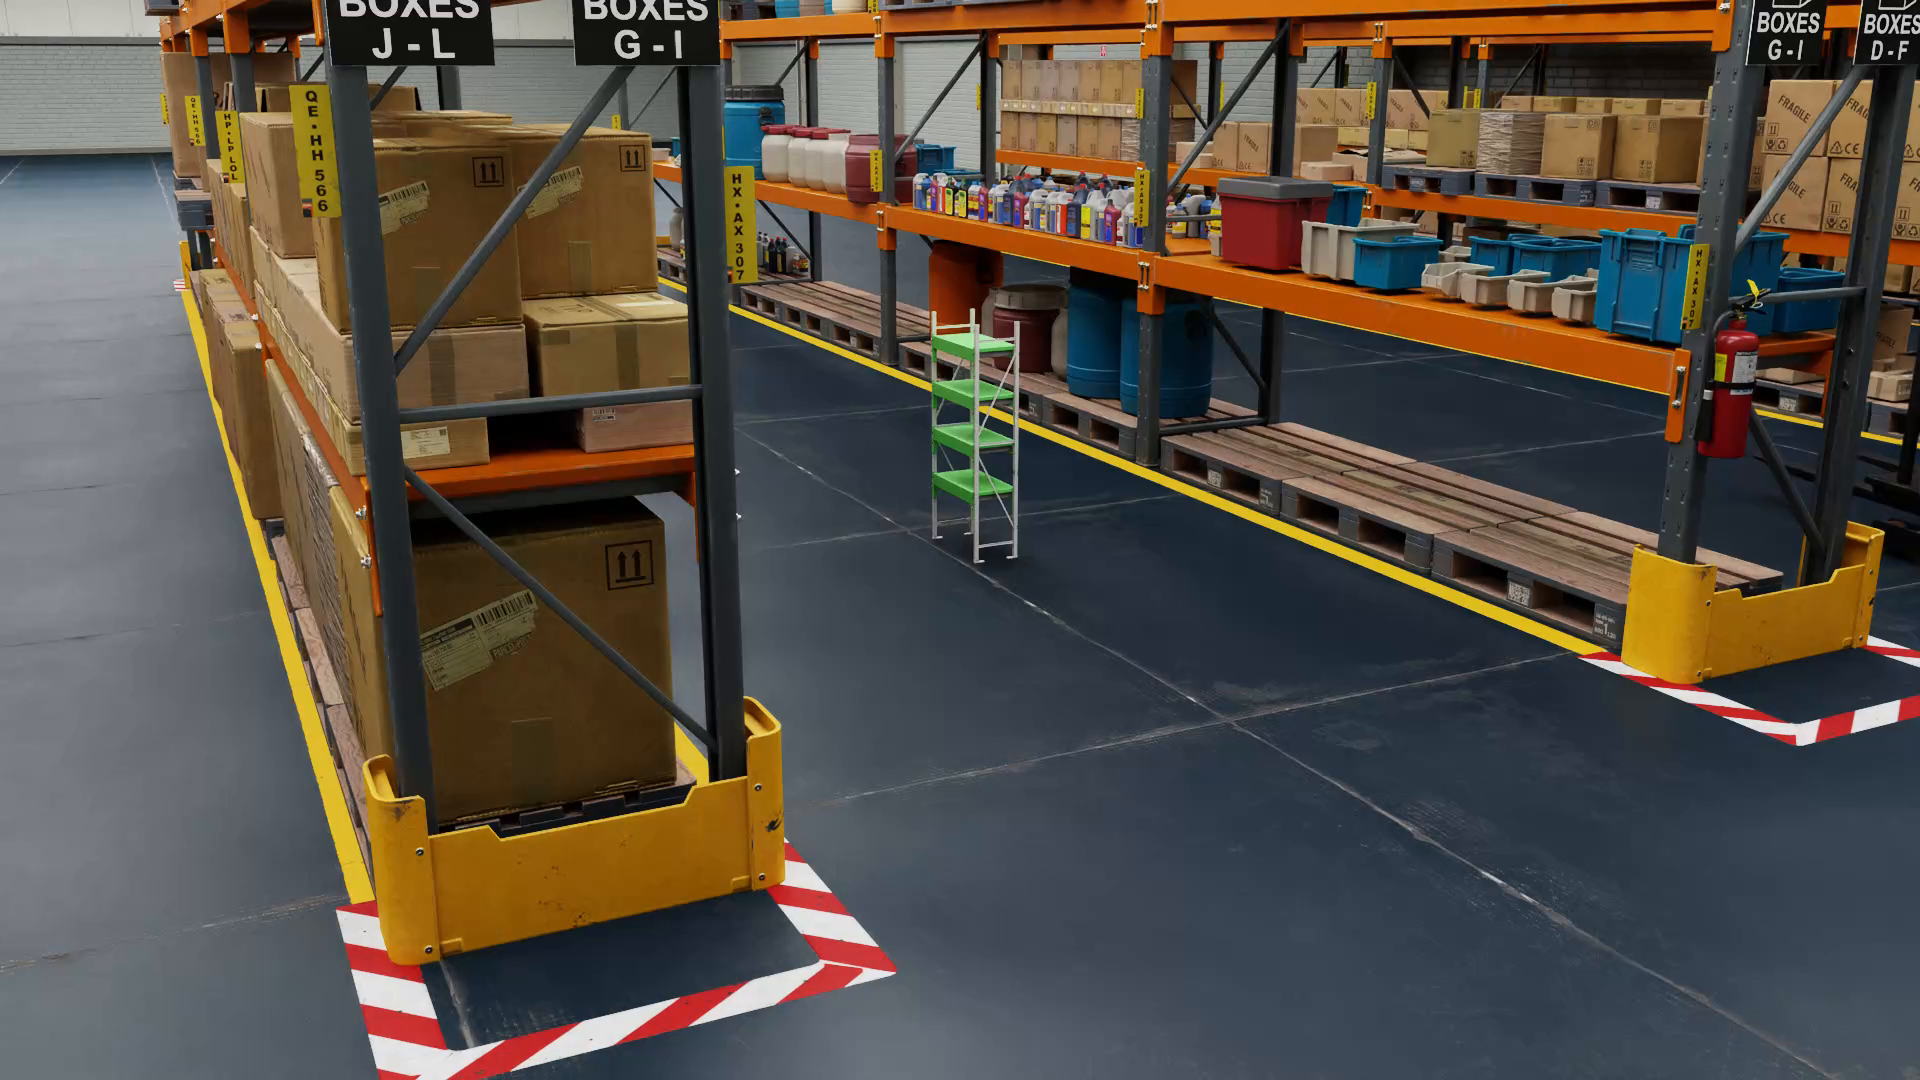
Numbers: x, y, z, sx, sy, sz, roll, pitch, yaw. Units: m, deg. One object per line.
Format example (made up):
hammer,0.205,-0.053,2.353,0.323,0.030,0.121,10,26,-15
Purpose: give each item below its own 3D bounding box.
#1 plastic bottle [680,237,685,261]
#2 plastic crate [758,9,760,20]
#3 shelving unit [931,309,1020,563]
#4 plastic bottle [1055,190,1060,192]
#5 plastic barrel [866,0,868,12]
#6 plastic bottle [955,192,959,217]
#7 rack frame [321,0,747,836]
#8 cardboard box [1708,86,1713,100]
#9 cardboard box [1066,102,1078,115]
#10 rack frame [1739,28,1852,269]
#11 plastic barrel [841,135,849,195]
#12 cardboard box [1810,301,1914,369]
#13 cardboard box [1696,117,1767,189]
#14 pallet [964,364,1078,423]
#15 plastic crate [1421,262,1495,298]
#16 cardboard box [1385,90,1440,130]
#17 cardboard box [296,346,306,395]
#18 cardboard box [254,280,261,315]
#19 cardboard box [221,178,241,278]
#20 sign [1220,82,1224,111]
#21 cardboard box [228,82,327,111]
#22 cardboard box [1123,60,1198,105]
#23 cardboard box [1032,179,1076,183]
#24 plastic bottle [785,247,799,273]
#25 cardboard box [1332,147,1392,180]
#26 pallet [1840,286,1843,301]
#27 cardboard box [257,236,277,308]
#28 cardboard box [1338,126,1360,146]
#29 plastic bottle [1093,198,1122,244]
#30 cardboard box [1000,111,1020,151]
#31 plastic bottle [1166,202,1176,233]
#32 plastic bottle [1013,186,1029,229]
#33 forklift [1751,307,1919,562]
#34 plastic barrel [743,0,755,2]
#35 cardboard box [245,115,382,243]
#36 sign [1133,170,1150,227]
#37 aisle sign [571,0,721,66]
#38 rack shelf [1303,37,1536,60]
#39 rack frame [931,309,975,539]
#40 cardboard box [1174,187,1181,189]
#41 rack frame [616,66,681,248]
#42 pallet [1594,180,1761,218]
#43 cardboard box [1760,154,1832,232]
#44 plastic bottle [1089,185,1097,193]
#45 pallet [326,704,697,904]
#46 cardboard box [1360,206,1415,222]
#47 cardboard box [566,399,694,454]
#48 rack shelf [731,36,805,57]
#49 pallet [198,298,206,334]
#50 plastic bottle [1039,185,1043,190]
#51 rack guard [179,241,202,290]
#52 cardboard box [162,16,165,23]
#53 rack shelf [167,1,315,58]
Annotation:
plastic bottle,-3.169,-3.349,19.130,0.097,0.271,0.097,0,16,0
plastic crate,-2.378,-5.708,18.149,0.336,0.188,0.450,-8,18,-25
shelving unit,0.072,-0.536,8.442,0.258,1.200,0.503,-8,18,-25
plastic bottle,0.673,-2.283,11.502,0.097,0.271,0.097,0,16,0
plastic barrel,-0.630,-4.992,14.493,0.600,0.830,0.708,-8,18,-25
plastic bottle,0.007,-2.530,12.490,0.097,0.201,0.097,0,16,0
rack frame,-1.127,-0.370,4.602,1.000,3.000,0.127,-8,18,-25
cardboard box,8.394,-4.880,18.165,0.380,0.149,0.250,-11,19,-34
cardboard box,1.537,-5.323,20.506,0.380,0.149,0.250,-7,17,-23
rack frame,6.028,-2.558,12.226,1.000,3.000,0.127,-8,18,-25
plastic barrel,-0.822,-3.235,14.383,0.421,0.512,0.421,0,16,0
cardboard box,6.532,-1.461,12.137,0.500,0.500,0.500,-8,18,-25
cardboard box,6.021,-2.952,12.658,0.500,0.500,0.700,15,22,42
pallet,0.734,-1.119,12.268,1.003,0.211,1.213,-8,18,-25
plastic crate,2.402,-1.262,8.079,0.298,0.136,0.250,-8,18,-25
cardboard box,6.055,-5.768,22.289,0.500,0.500,0.500,-8,18,-26
cardboard box,-2.141,-0.615,5.911,0.380,0.149,0.250,-8,18,-25
cardboard box,-3.048,-1.127,7.697,0.380,0.149,0.250,-8,18,-25
cardboard box,-3.775,-1.745,9.212,0.500,0.500,0.500,-8,18,-26
sign,3.007,-5.128,19.227,0.100,0.325,0.005,-8,18,-25
cardboard box,-4.042,-2.539,10.159,0.797,0.503,0.637,-7,18,-24
cardboard box,2.323,-5.322,19.327,0.700,0.500,0.500,-8,18,-25
cardboard box,1.257,-4.368,21.398,0.500,0.500,0.500,-8,18,-25
plastic bottle,-1.843,-3.055,18.099,0.152,0.276,0.135,-7,17,-23
cardboard box,4.058,-3.752,16.549,0.500,0.311,0.500,-8,18,-26
pallet,9.004,-2.604,17.443,1.003,0.211,1.213,-8,18,-25
cardboard box,-2.695,-1.161,7.089,0.500,0.250,0.500,-8,18,-25
cardboard box,5.609,-5.657,23.261,0.500,0.250,0.500,-8,18,-26
plastic bottle,0.950,-2.050,10.681,0.152,0.276,0.135,-8,18,-25
cardboard box,0.964,-5.464,22.172,0.700,0.500,0.500,-8,18,-25
plastic bottle,1.441,-2.197,11.327,0.097,0.201,0.097,0,16,0
plastic bottle,0.426,-2.321,11.613,0.061,0.283,0.133,-8,18,-25
forklift,5.338,-1.316,8.024,1.130,2.935,3.031,-5,17,-15
plastic barrel,-2.271,-6.088,17.420,0.600,0.901,0.708,-8,18,-25
cardboard box,-2.690,-1.520,6.984,0.500,0.500,0.500,-8,18,-25
sign,1.078,-2.027,9.875,0.100,0.325,0.005,-8,18,-25
aisle sign,-0.825,-1.638,4.307,0.394,0.787,0.004,-8,18,-25
rack shelf,6.098,-6.733,22.641,1.077,0.370,4.000,-8,18,-25
rack frame,-0.034,-0.596,8.653,0.240,1.200,0.015,-8,18,-25
cardboard box,2.375,-4.058,20.318,0.500,0.500,0.500,-8,18,-25
rack frame,-3.684,-4.936,20.512,1.000,3.000,0.127,-8,18,-25
pallet,5.776,-2.677,12.989,1.003,0.211,1.213,-8,18,-25
cardboard box,6.006,-2.447,11.657,0.500,0.500,0.500,-7,17,-23
plastic bottle,0.965,-2.409,11.941,0.097,0.271,0.097,0,16,0
pallet,-1.547,0.782,5.644,1.003,0.211,1.213,-8,18,-25
cardboard box,5.971,-4.631,23.185,0.700,0.500,0.500,-9,18,-28
cardboard box,-0.985,-0.377,5.082,0.380,0.149,0.250,-7,18,-24
rack shelf,-2.807,-5.536,18.470,1.077,0.370,4.000,-8,18,-25
pallet,-6.710,-2.167,15.920,1.003,0.211,1.213,-8,18,-25
plastic bottle,0.645,-2.647,12.898,0.097,0.201,0.097,0,16,0
rack guard,-8.103,-3.117,18.706,1.175,0.500,0.348,-8,18,-25
cardboard box,-7.712,-5.306,16.636,0.500,0.250,0.500,-8,18,-25
rack shelf,-5.507,-3.945,12.928,1.077,0.370,4.000,-8,18,-25
